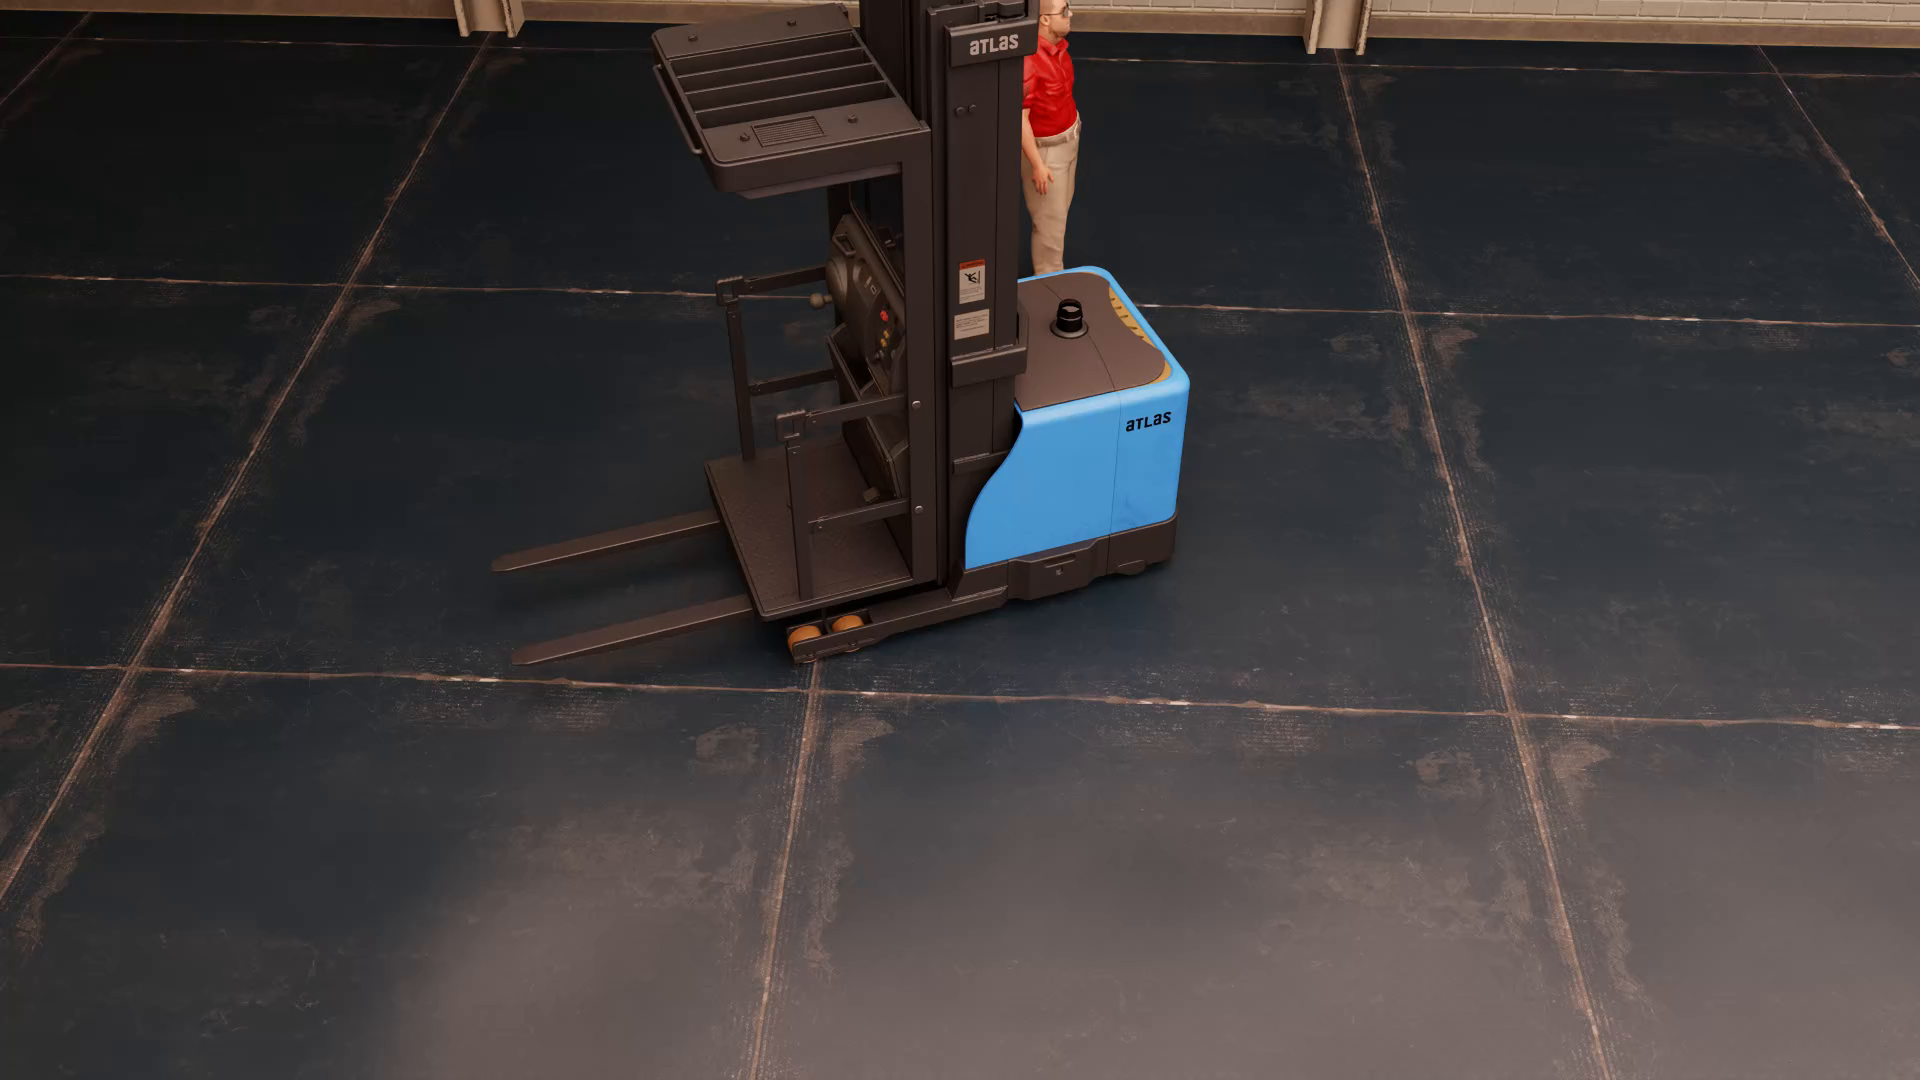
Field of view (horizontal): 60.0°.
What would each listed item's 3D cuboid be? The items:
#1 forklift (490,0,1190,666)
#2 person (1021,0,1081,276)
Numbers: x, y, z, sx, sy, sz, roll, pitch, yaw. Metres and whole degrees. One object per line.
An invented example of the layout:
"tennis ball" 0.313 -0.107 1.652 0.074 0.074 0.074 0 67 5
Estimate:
"forklift" -0.573 -0.945 6.778 3.031 2.935 1.130 -13 44 -14
"person" 0.558 -2.066 8.887 0.551 1.727 0.640 14 44 15
